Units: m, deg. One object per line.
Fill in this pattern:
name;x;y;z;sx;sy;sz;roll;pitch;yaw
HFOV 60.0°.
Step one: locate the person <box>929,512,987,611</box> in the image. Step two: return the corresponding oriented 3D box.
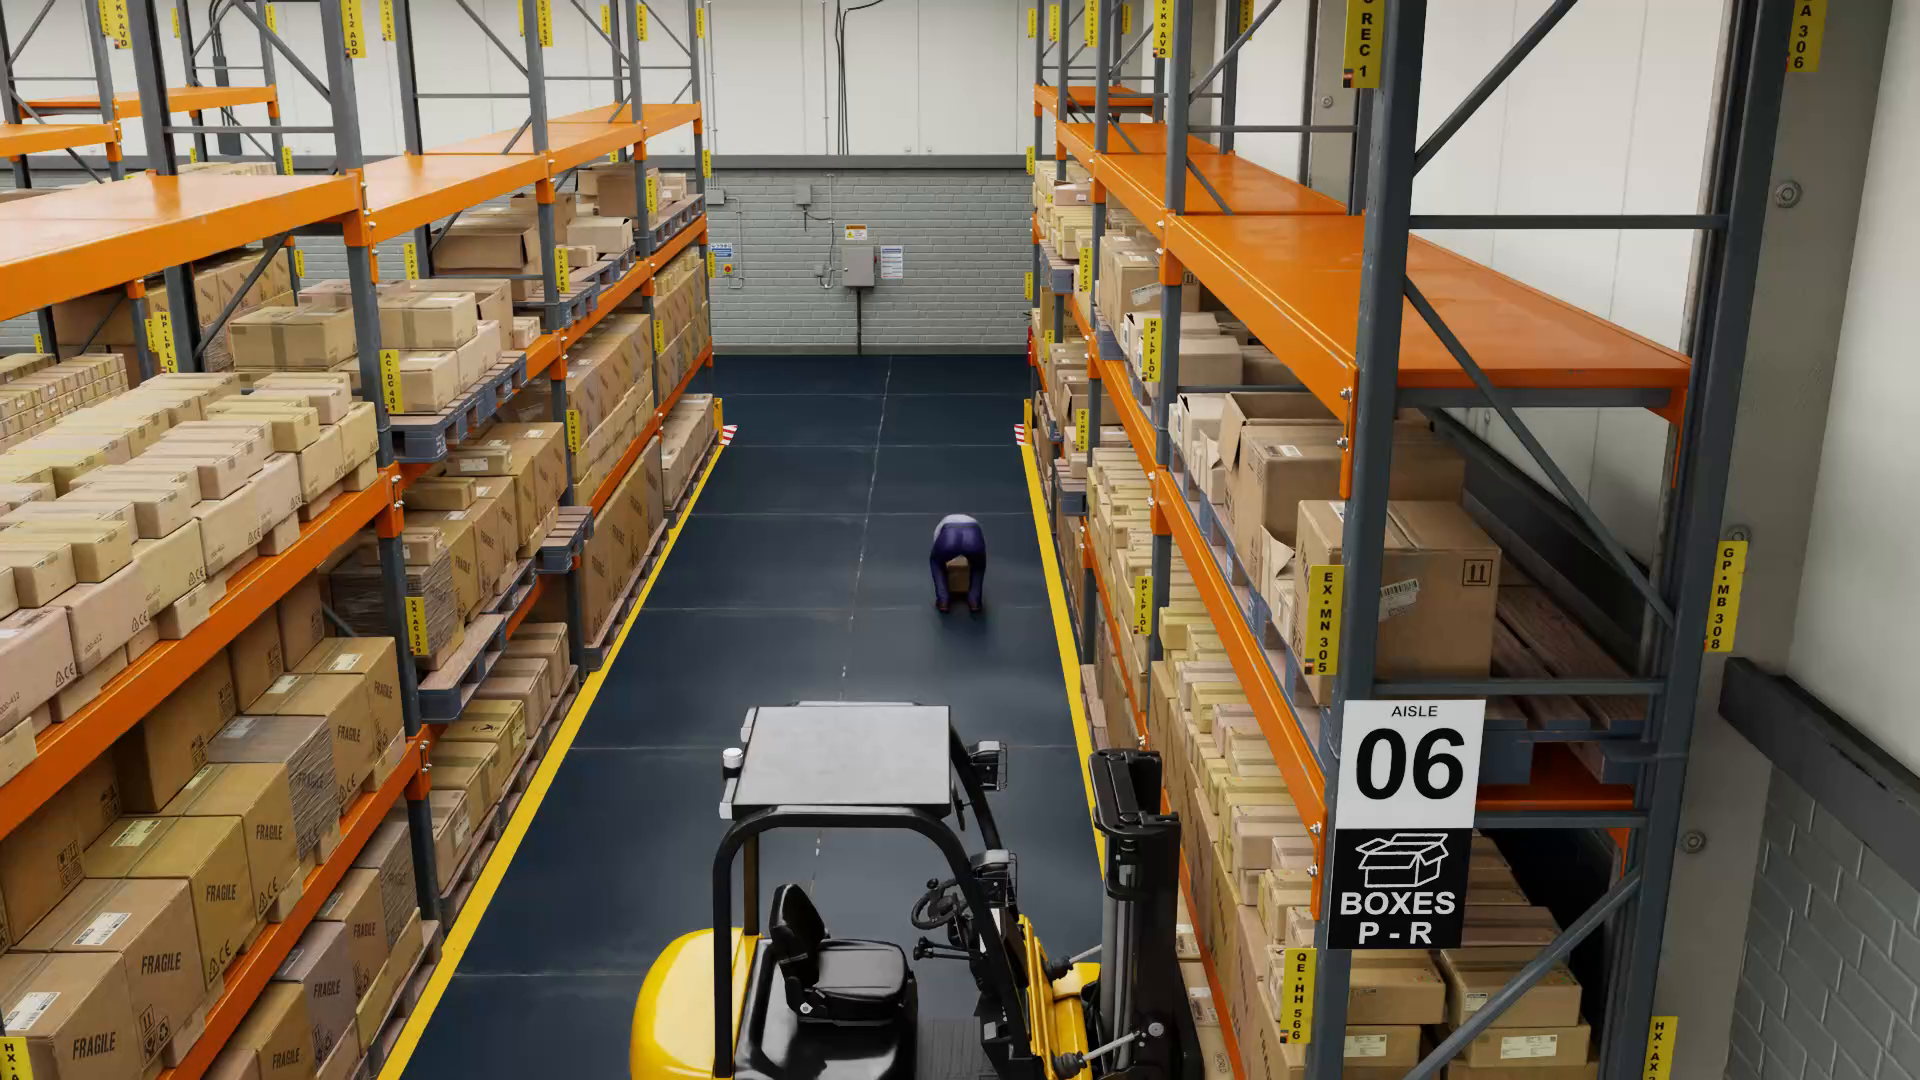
person;-0.009;0.139;14.966;0.499;0.868;0.837;-1;17;-3
